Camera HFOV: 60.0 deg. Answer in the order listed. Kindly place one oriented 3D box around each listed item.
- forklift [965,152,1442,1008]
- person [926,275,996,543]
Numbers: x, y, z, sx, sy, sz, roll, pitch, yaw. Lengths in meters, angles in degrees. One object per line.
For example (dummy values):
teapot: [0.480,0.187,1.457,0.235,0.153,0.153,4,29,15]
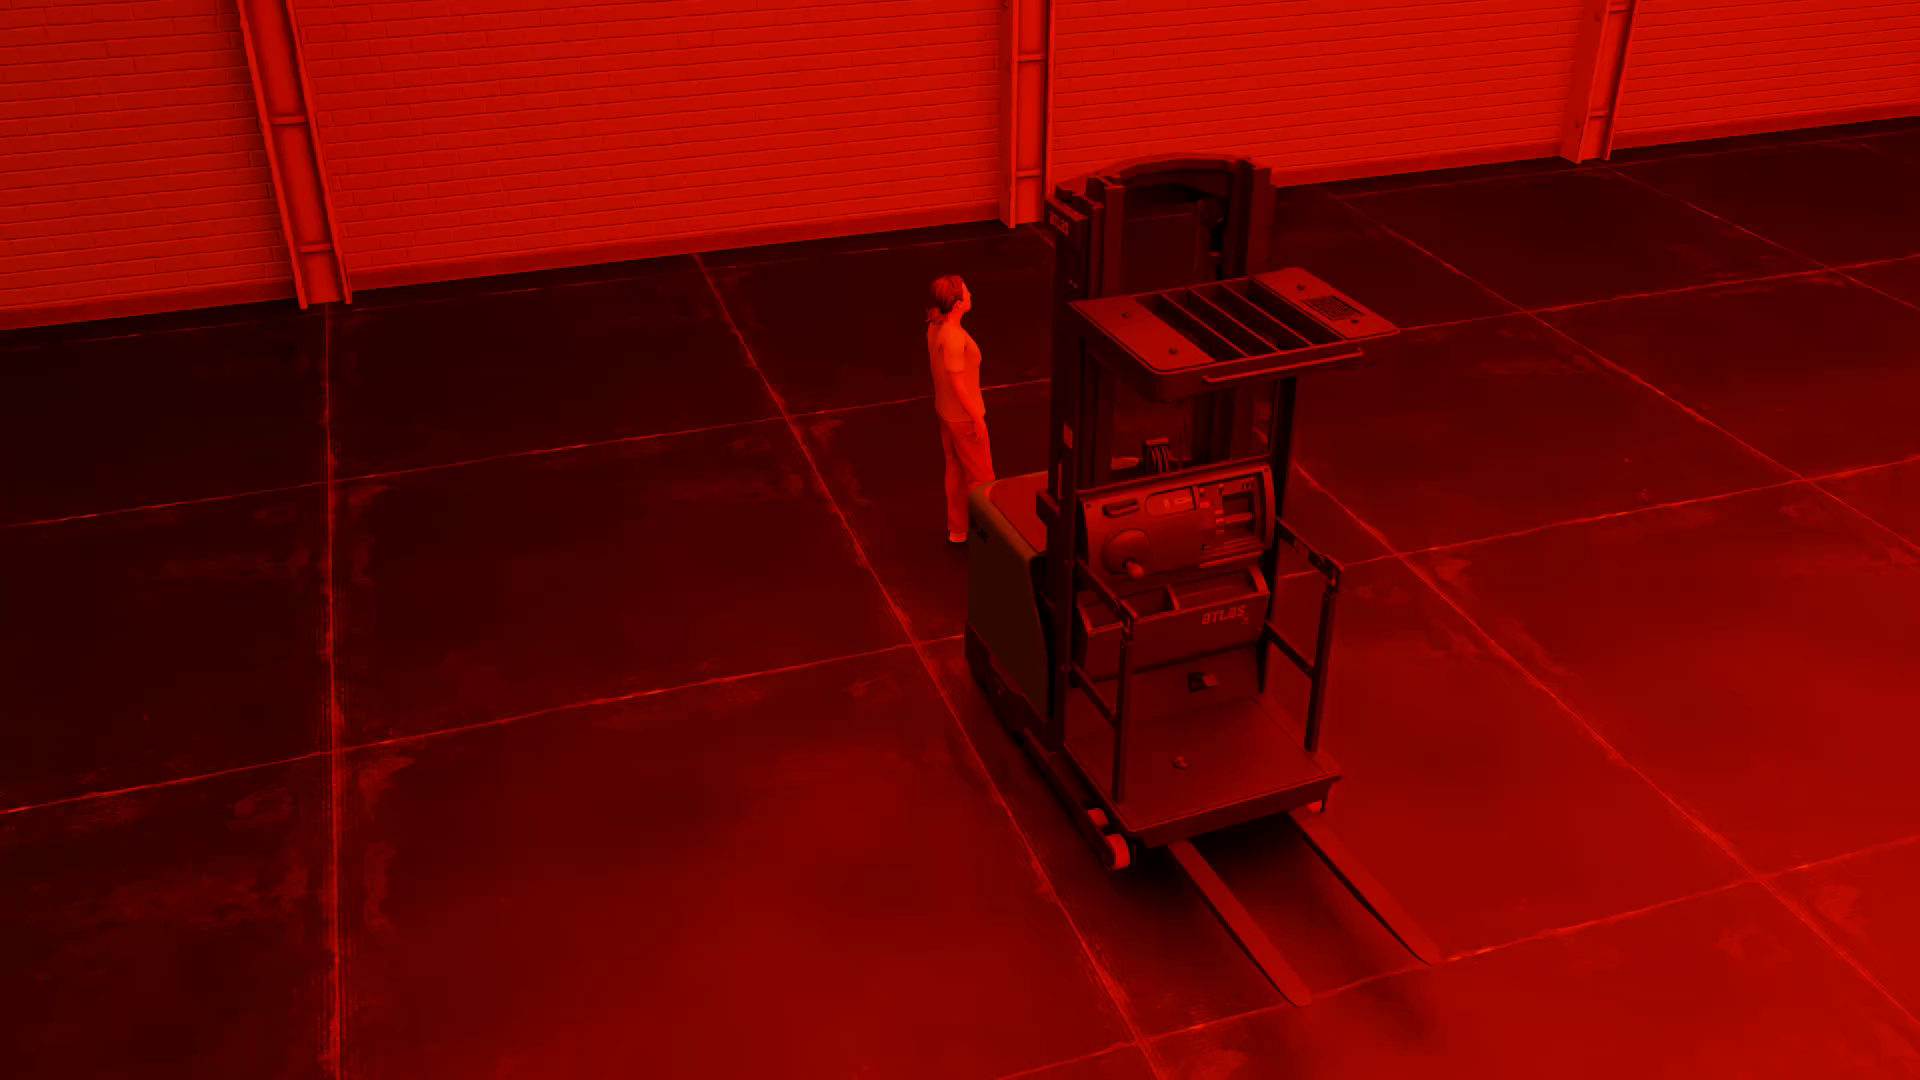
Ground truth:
forklift: [1.050,-0.029,7.138,1.130,2.935,3.031,-11,32,-19]
person: [0.073,-0.739,9.616,0.549,1.675,0.555,-10,31,-16]
